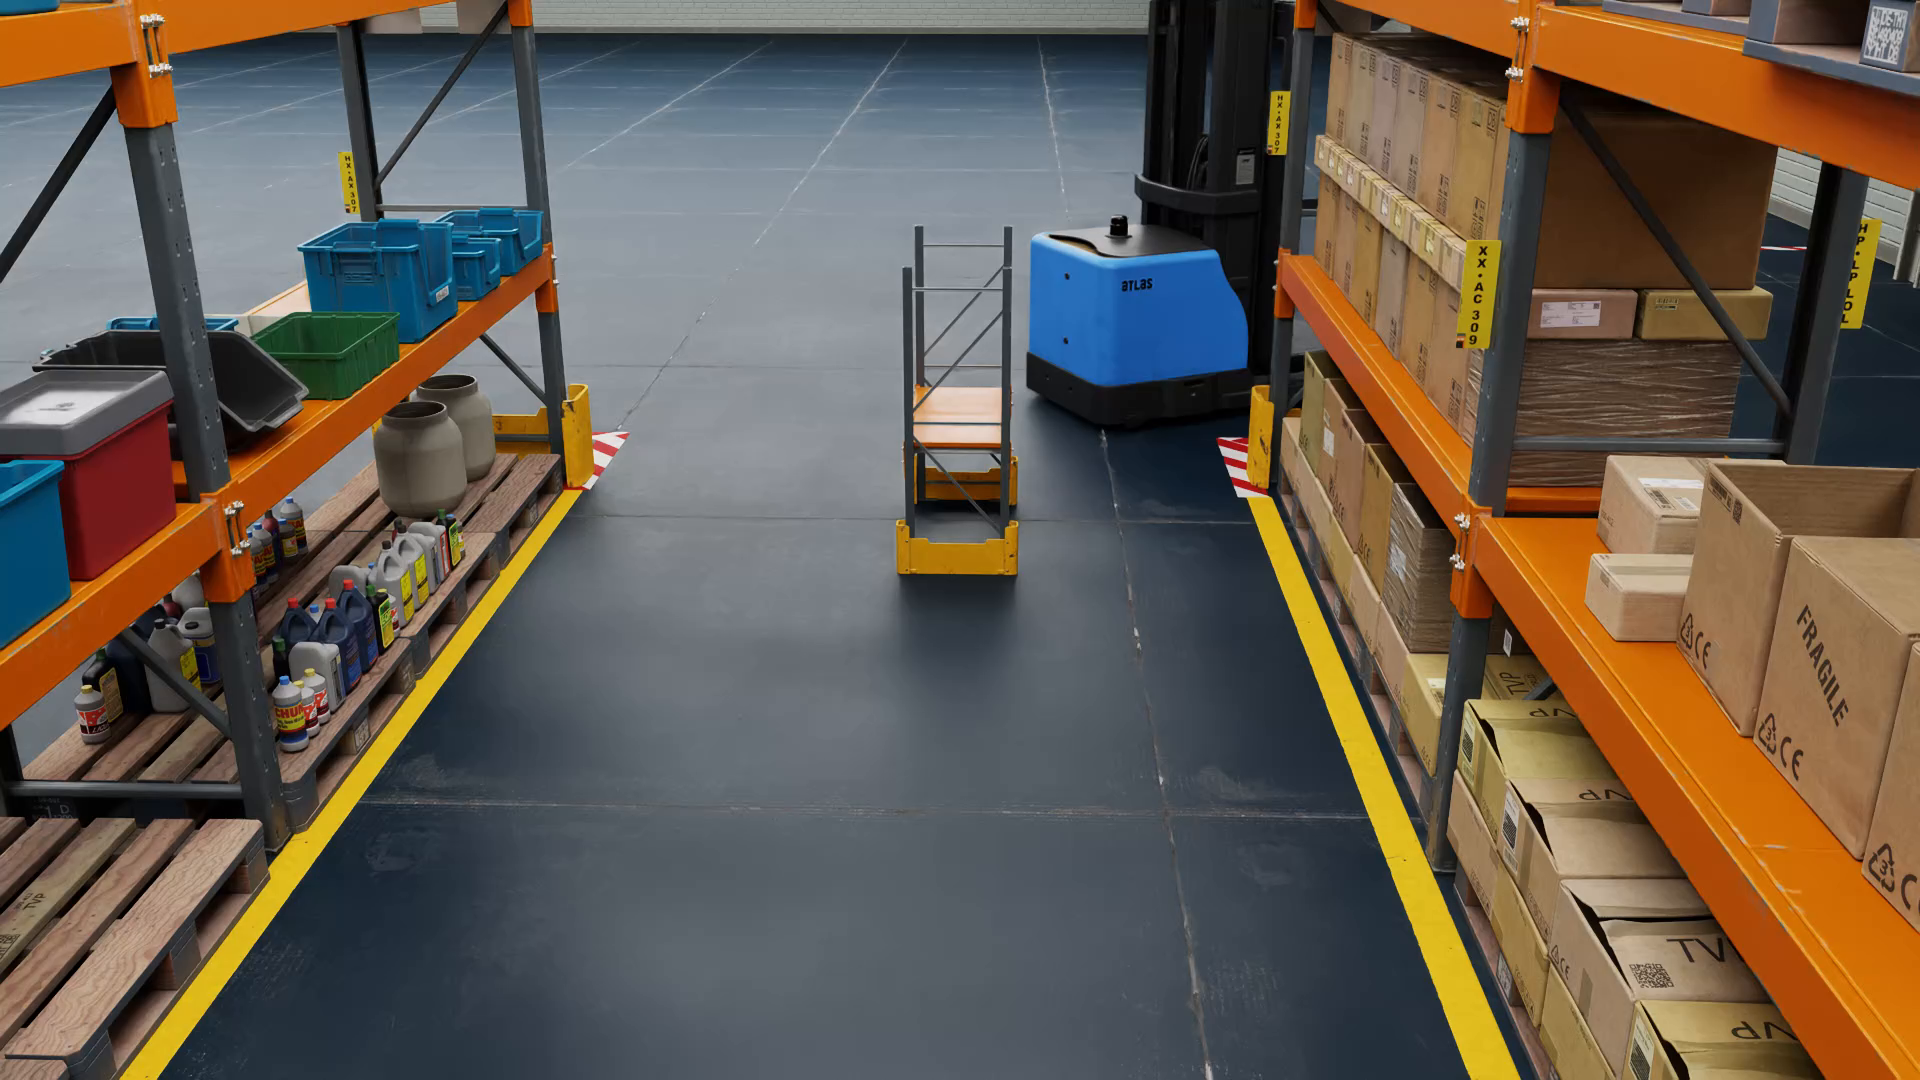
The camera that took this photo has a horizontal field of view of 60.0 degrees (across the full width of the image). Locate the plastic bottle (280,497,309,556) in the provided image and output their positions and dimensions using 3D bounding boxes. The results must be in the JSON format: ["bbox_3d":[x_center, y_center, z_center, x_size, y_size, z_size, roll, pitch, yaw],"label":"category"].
[{"bbox_3d":[-3.096,-0.068,7.722,0.097,0.271,0.097,0,21,0],"label":"plastic bottle"}]

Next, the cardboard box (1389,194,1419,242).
[{"bbox_3d":[1.940,-1.290,6.672,0.380,0.149,0.250,1,21,3],"label":"cardboard box"}]

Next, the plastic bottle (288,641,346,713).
[{"bbox_3d":[-2.420,0.496,6.261,0.152,0.276,0.135,1,21,4],"label":"plastic bottle"}]

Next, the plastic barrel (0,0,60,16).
[{"bbox_3d":[-2.649,-1.787,4.148,0.600,0.901,0.708,1,21,2],"label":"plastic barrel"}]

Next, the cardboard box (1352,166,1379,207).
[{"bbox_3d":[1.965,-1.568,7.387,0.380,0.149,0.250,0,21,0],"label":"cardboard box"}]

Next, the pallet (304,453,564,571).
[{"bbox_3d":[-2.714,-0.166,8.664,1.003,0.211,1.213,1,21,2],"label":"pallet"}]

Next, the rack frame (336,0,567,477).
[{"bbox_3d":[-2.729,-1.787,8.988,1.000,3.000,0.127,1,21,2],"label":"rack frame"}]

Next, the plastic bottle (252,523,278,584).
[{"bbox_3d":[-3.106,0.056,7.402,0.097,0.271,0.097,0,21,0],"label":"plastic bottle"}]

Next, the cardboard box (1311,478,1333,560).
[{"bbox_3d":[1.956,-0.092,7.841,0.500,0.250,0.500,1,21,2],"label":"cardboard box"}]

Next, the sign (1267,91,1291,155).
[{"bbox_3d":[1.667,-2.180,8.695,0.100,0.325,0.005,1,21,2],"label":"sign"}]

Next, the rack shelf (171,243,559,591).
[{"bbox_3d":[-2.790,-0.729,7.255,1.077,0.370,4.000,1,21,2],"label":"rack shelf"}]

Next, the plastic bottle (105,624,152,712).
[{"bbox_3d":[-3.119,0.453,6.269,0.144,0.351,0.185,0,21,0],"label":"plastic bottle"}]

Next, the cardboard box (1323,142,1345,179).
[{"bbox_3d":[1.989,-1.845,8.103,0.380,0.149,0.250,0,21,0],"label":"cardboard box"}]

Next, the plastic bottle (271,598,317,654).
[{"bbox_3d":[-2.556,0.400,6.405,0.144,0.351,0.185,1,21,2],"label":"plastic bottle"}]

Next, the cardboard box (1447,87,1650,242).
[{"bbox_3d":[2.121,-1.280,5.749,0.700,0.500,0.500,1,21,1],"label":"cardboard box"}]

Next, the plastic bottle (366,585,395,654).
[{"bbox_3d":[-2.359,0.306,6.742,0.061,0.283,0.133,2,21,4],"label":"plastic bottle"}]

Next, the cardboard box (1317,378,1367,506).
[{"bbox_3d":[1.968,-0.442,7.705,0.500,0.500,0.500,1,21,2],"label":"cardboard box"}]

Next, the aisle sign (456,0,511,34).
[{"bbox_3d":[-2.430,-3.022,8.577,0.394,0.787,0.004,1,21,2],"label":"aisle sign"}]

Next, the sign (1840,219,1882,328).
[{"bbox_3d":[2.643,-0.786,4.916,0.100,0.325,0.005,1,21,2],"label":"sign"}]

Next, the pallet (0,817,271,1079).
[{"bbox_3d":[-2.836,1.243,5.033,1.003,0.211,1.213,1,21,2],"label":"pallet"}]

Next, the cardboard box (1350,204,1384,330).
[{"bbox_3d":[2.163,-1.240,7.440,0.700,0.500,0.500,1,21,2],"label":"cardboard box"}]

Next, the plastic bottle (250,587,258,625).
[{"bbox_3d":[-2.988,0.240,6.910,0.061,0.283,0.133,1,21,2],"label":"plastic bottle"}]

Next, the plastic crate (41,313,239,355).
[{"bbox_3d":[-3.088,-0.675,6.327,0.499,0.251,0.616,1,21,2],"label":"plastic crate"}]

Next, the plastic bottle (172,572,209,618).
[{"bbox_3d":[-3.104,0.267,6.749,0.144,0.351,0.185,1,21,1],"label":"plastic bottle"}]

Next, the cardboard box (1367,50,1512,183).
[{"bbox_3d":[2.168,-1.823,7.148,0.700,0.500,0.500,1,21,2],"label":"cardboard box"}]

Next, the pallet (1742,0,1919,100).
[{"bbox_3d":[1.941,-0.800,2.558,1.003,0.211,1.213,2,21,4],"label":"pallet"}]

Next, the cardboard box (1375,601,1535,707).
[{"bbox_3d":[1.921,0.450,6.442,0.500,0.250,0.500,1,21,2],"label":"cardboard box"}]

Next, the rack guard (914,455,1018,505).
[{"bbox_3d":[0.017,-0.324,9.019,0.587,0.250,0.087,1,21,2],"label":"rack guard"}]

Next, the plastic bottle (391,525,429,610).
[{"bbox_3d":[-2.387,0.112,7.146,0.144,0.351,0.185,2,21,4],"label":"plastic bottle"}]

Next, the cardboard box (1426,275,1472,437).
[{"bbox_3d":[2.117,-0.683,6.004,0.700,0.500,0.500,0,21,1],"label":"cardboard box"}]

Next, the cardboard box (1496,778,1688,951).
[{"bbox_3d":[1.818,0.867,4.593,0.500,0.311,0.500,0,21,1],"label":"cardboard box"}]

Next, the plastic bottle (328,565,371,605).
[{"bbox_3d":[-2.542,0.222,6.967,0.152,0.276,0.135,1,21,2],"label":"plastic bottle"}]

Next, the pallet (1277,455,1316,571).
[{"bbox_3d":[2.240,-0.154,8.635,1.003,0.211,1.213,1,21,2],"label":"pallet"}]

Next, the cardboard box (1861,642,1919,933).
[{"bbox_3d":[2.013,0.508,2.936,0.500,0.500,0.500,0,21,-1],"label":"cardboard box"}]

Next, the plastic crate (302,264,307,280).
[{"bbox_3d":[-3.078,-1.344,8.211,0.298,0.136,0.250,1,21,2],"label":"plastic crate"}]

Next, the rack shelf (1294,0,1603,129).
[{"bbox_3d":[2.161,-2.071,6.568,1.077,0.370,4.000,1,21,2],"label":"rack shelf"}]

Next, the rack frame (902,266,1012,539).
[{"bbox_3d":[-0.013,-0.546,7.863,0.500,1.500,0.032,1,21,2],"label":"rack frame"}]

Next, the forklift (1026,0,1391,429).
[{"bbox_3d":[1.991,-2.396,10.652,3.031,2.935,1.130,-10,23,-24],"label":"forklift"}]

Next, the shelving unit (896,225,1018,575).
[{"bbox_3d":[0.002,-0.727,8.329,0.587,1.500,1.083,1,21,2],"label":"shelving unit"}]

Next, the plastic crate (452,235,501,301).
[{"bbox_3d":[-2.471,-1.299,7.935,0.499,0.251,0.408,1,21,2],"label":"plastic crate"}]

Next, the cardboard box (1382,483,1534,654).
[{"bbox_3d":[1.923,0.101,6.307,0.500,0.500,0.500,1,21,2],"label":"cardboard box"}]

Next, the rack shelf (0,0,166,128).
[{"bbox_3d":[-2.912,-0.681,2.985,1.077,0.370,4.000,1,21,2],"label":"rack shelf"}]

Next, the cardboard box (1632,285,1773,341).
[{"bbox_3d":[2.302,-0.729,5.227,0.380,0.149,0.250,1,21,2],"label":"cardboard box"}]

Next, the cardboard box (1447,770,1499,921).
[{"bbox_3d":[1.840,0.944,5.170,0.500,0.250,0.500,0,21,0],"label":"cardboard box"}]

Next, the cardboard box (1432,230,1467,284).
[{"bbox_3d":[1.916,-1.014,5.960,0.380,0.149,0.250,1,21,2],"label":"cardboard box"}]

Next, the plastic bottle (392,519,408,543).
[{"bbox_3d":[-2.488,0.033,7.445,0.061,0.283,0.133,1,21,2],"label":"plastic bottle"}]

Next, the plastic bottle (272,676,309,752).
[{"bbox_3d":[-2.403,0.615,5.959,0.097,0.271,0.097,0,21,0],"label":"plastic bottle"}]

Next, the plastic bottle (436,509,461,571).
[{"bbox_3d":[-2.332,-0.015,7.567,0.061,0.283,0.133,1,21,3],"label":"plastic bottle"}]

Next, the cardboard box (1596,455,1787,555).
[{"bbox_3d":[2.129,-0.037,4.684,0.500,0.250,0.500,2,21,5],"label":"cardboard box"}]
